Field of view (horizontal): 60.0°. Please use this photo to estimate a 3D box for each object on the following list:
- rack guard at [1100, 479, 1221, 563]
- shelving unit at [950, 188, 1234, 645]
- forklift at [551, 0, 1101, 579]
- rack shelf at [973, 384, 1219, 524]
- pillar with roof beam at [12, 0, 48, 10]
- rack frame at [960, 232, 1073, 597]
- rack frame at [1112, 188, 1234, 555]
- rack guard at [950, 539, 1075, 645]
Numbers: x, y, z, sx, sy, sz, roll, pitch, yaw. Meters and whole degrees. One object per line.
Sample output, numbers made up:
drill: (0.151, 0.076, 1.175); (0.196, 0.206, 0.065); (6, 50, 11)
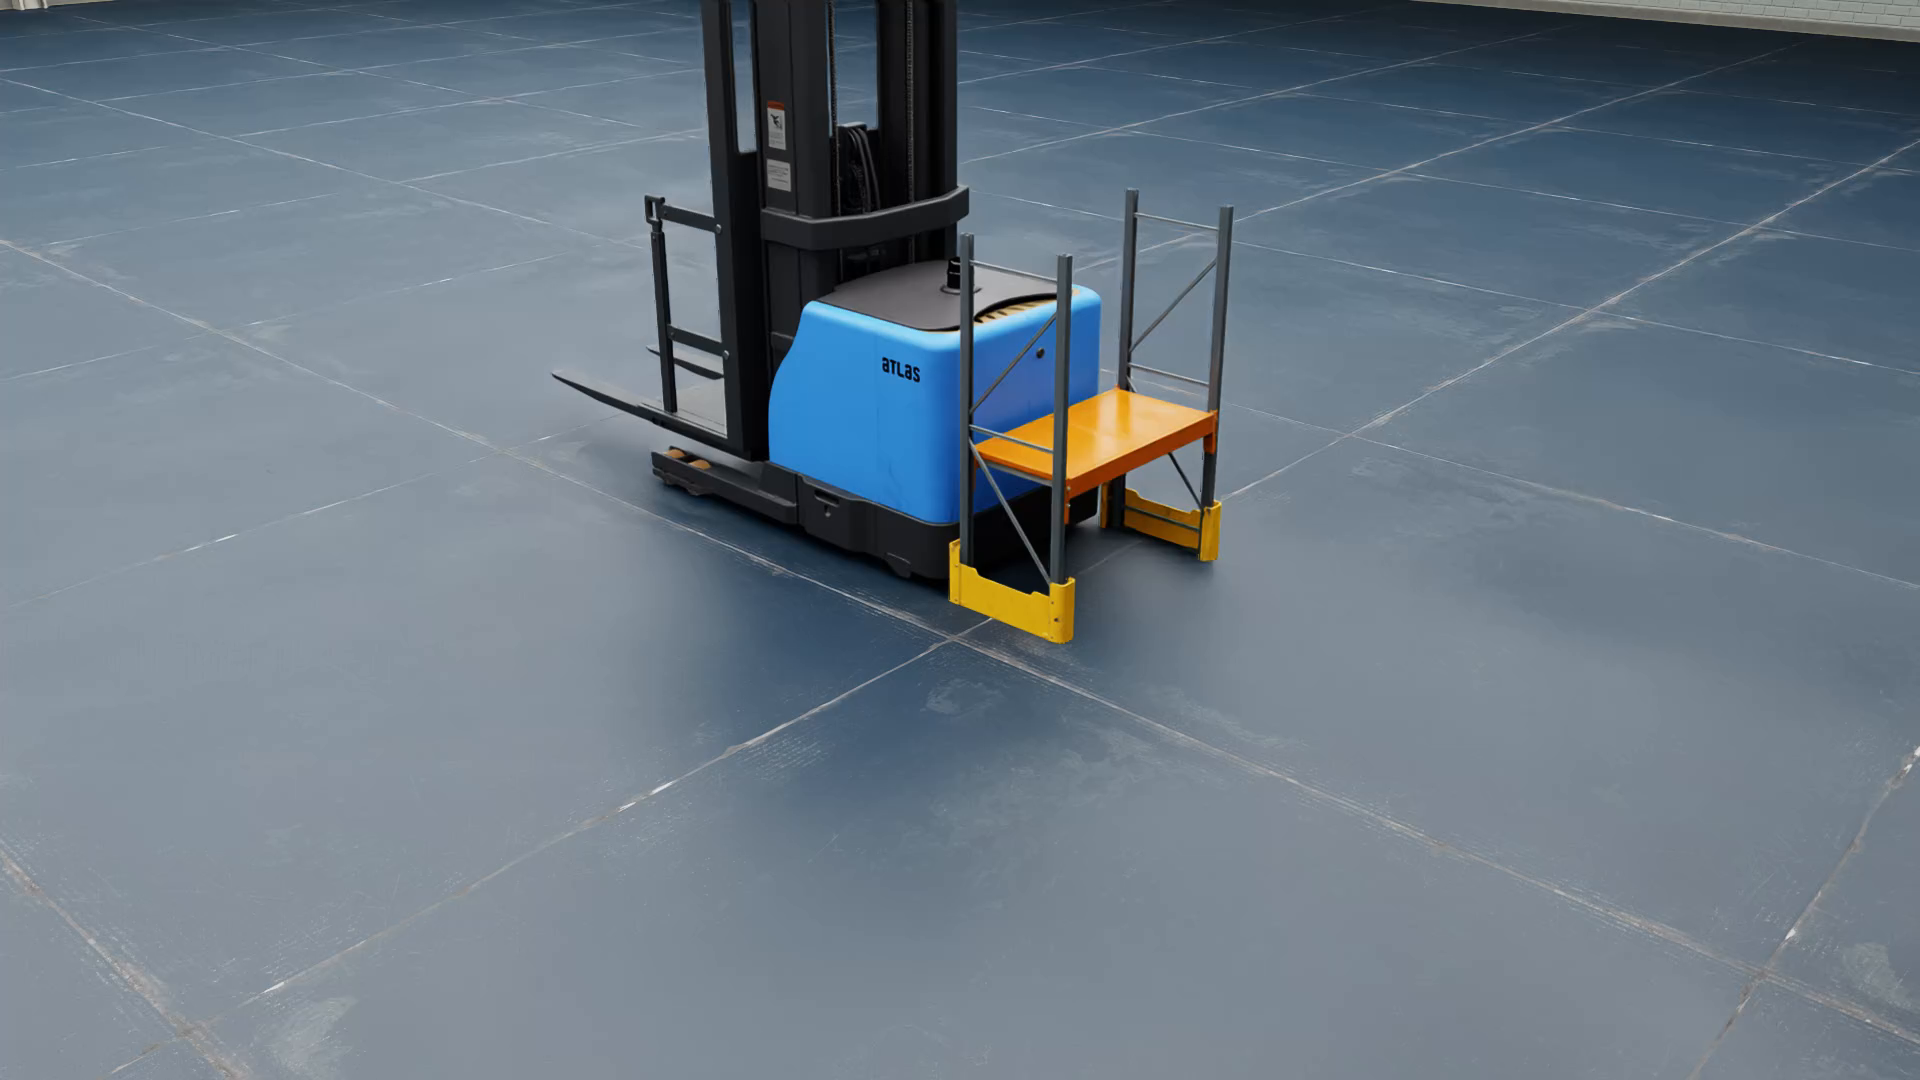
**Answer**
rack guard: (0.859, -0.107, 7.183); (0.587, 0.250, 0.087); (20, 31, 37)
shelving unit: (0.528, -0.525, 6.588); (0.587, 1.500, 1.083); (20, 31, 37)
forklift: (-0.805, -1.677, 7.407); (3.031, 2.935, 1.130); (21, 32, 39)
rack shelf: (0.534, -0.364, 6.668); (0.538, 0.185, 1.000); (20, 31, 37)
pillar with roof beam: (-10.928, -11.017, 20.822); (9.100, 9.000, 0.400); (20, 31, 38)
rack frame: (0.196, -0.372, 6.248); (0.500, 1.500, 0.032); (20, 31, 37)
rack frame: (0.872, -0.683, 6.941); (0.500, 1.500, 0.032); (20, 31, 37)
rack guard: (0.197, 0.197, 6.504); (0.587, 0.250, 0.087); (20, 31, 37)
